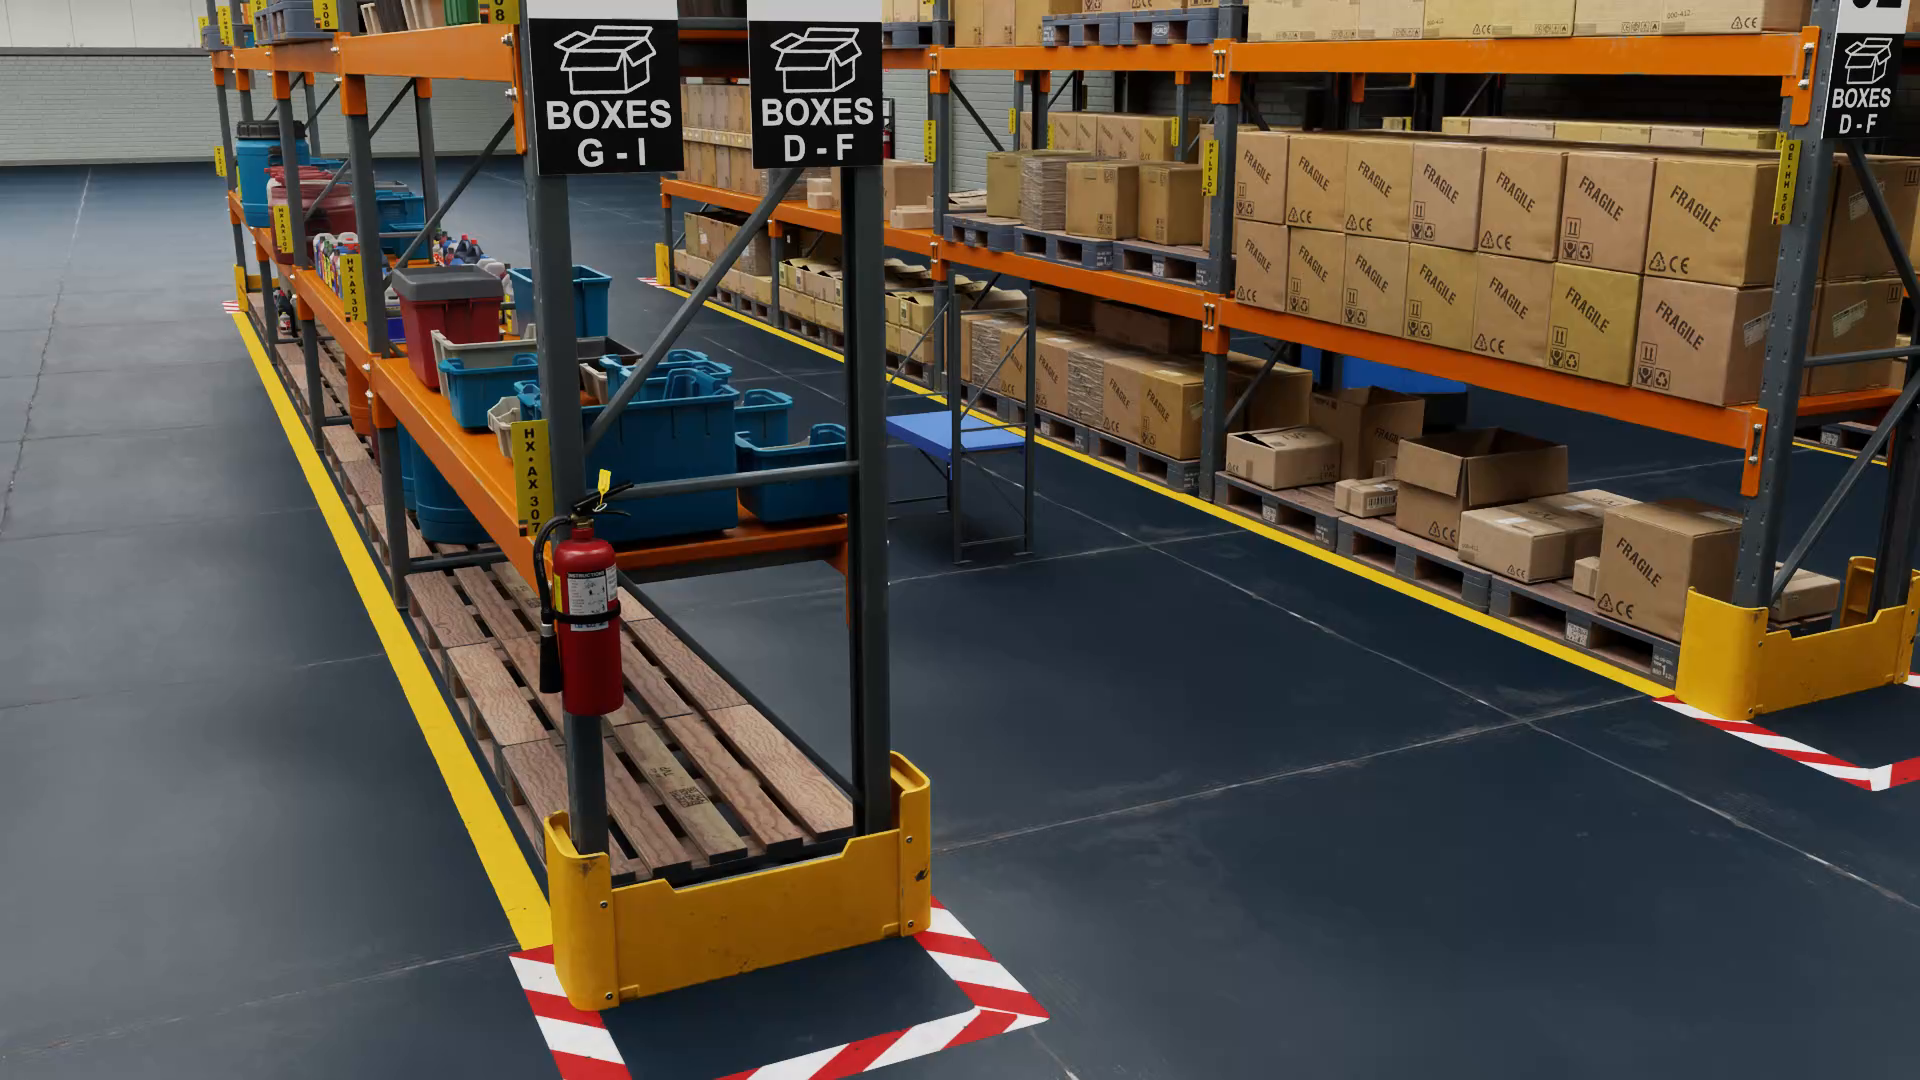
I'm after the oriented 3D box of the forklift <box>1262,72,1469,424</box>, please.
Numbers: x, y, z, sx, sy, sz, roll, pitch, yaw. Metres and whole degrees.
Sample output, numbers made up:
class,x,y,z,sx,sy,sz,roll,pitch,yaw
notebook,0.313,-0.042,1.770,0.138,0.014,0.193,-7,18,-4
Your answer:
class,x,y,z,sx,sy,sz,roll,pitch,yaw
forklift,3.228,-2.624,13.581,1.130,2.935,3.031,-1,16,-3

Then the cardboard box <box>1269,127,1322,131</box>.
class,x,y,z,sx,sy,sz,roll,pitch,yaw
cardboard box,3.700,-4.165,17.848,0.700,0.500,0.500,-5,17,-17

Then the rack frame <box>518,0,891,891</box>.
class,x,y,z,sx,sy,sz,roll,pitch,yaw
rack frame,-0.696,-0.162,4.877,1.000,3.000,0.127,-8,18,-25

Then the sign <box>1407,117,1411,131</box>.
class,x,y,z,sx,sy,sz,roll,pitch,yaw
sign,4.222,-3.793,15.576,0.100,0.325,0.005,-8,18,-25

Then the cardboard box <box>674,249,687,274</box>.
class,x,y,z,sx,sy,sz,roll,pitch,yaw
cardboard box,-3.216,-3.447,20.549,0.500,0.250,0.500,-8,18,-25

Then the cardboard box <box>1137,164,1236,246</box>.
class,x,y,z,sx,sy,sz,roll,pitch,yaw
cardboard box,1.642,-2.309,11.416,0.700,0.500,0.500,-5,17,-16

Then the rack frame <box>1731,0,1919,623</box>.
class,x,y,z,sx,sy,sz,roll,pitch,yaw
rack frame,3.759,-0.760,6.960,1.000,3.000,0.127,-8,18,-25

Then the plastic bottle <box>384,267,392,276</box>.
class,x,y,z,sx,sy,sz,roll,pitch,yaw
plastic bottle,-3.247,-1.419,9.492,0.097,0.271,0.097,0,16,0

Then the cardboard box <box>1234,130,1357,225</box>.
class,x,y,z,sx,sy,sz,roll,pitch,yaw
cardboard box,1.960,-2.129,9.739,0.500,0.500,0.500,-7,17,-23

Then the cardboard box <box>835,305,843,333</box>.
class,x,y,z,sx,sy,sz,roll,pitch,yaw
cardboard box,-0.870,-2.104,15.869,0.500,0.250,0.500,-7,18,-24

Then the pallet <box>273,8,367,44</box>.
class,x,y,z,sx,sy,sz,roll,pitch,yaw
pallet,-3.379,-2.968,9.561,1.003,0.211,1.213,-8,18,-25

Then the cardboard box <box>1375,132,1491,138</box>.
class,x,y,z,sx,sy,sz,roll,pitch,yaw
cardboard box,2.688,-2.059,9.495,0.500,0.500,0.500,-8,18,-26

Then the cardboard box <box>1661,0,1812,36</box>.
class,x,y,z,sx,sy,sz,roll,pitch,yaw
cardboard box,3.297,-2.225,6.900,0.500,0.250,0.500,-8,18,-25

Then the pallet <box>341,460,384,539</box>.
class,x,y,z,sx,sy,sz,roll,pitch,yaw
pallet,-3.287,-0.313,10.458,1.003,0.211,1.213,-8,18,-25

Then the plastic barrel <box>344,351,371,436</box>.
class,x,y,z,sx,sy,sz,roll,pitch,yaw
plastic barrel,-3.971,-1.185,11.616,0.600,0.830,0.708,-8,18,-25

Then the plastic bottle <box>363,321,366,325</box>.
class,x,y,z,sx,sy,sz,roll,pitch,yaw
plastic bottle,-3.226,-1.364,9.157,0.144,0.351,0.185,-8,18,-25

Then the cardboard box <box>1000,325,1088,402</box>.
class,x,y,z,sx,sy,sz,roll,pitch,yaw
cardboard box,0.646,-1.352,12.757,0.500,0.500,0.500,-8,18,-26

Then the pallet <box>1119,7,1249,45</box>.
class,x,y,z,sx,sy,sz,roll,pitch,yaw
pallet,1.784,-3.273,10.622,1.213,0.211,1.003,-8,18,-25

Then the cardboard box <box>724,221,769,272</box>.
class,x,y,z,sx,sy,sz,roll,pitch,yaw
cardboard box,-2.329,-3.313,18.723,0.500,0.500,0.500,-8,18,-25

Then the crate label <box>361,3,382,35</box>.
class,x,y,z,sx,sy,sz,roll,pitch,yaw
crate label,-2.493,-2.313,7.412,0.293,0.136,0.466,-8,18,-25

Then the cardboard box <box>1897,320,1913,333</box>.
class,x,y,z,sx,sy,sz,roll,pitch,yaw
cardboard box,6.808,-1.525,12.222,0.380,0.149,0.250,-8,18,-25

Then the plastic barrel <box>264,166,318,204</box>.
class,x,y,z,sx,sy,sz,roll,pitch,yaw
plastic barrel,-5.731,-2.939,14.308,0.433,0.535,0.433,0,16,0

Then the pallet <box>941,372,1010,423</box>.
class,x,y,z,sx,sy,sz,roll,pitch,yaw
pallet,0.547,-1.213,13.596,1.003,0.211,1.213,-8,18,-25

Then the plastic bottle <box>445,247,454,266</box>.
class,x,y,z,sx,sy,sz,roll,pitch,yaw
plastic bottle,-3.188,-1.694,10.428,0.061,0.283,0.133,-8,18,-25

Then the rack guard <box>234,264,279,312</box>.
class,x,y,z,sx,sy,sz,roll,pitch,yaw
rack guard,-7.629,-2.915,19.001,1.175,0.500,0.348,-8,18,-25

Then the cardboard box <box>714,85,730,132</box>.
class,x,y,z,sx,sy,sz,roll,pitch,yaw
cardboard box,-2.358,-4.889,18.818,0.700,0.500,0.500,-8,18,-25

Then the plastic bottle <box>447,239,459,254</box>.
class,x,y,z,sx,sy,sz,roll,pitch,yaw
plastic bottle,-3.334,-1.851,10.995,0.097,0.271,0.097,0,16,0

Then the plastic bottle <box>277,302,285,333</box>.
class,x,y,z,sx,sy,sz,roll,pitch,yaw
plastic bottle,-6.460,-2.123,15.837,0.061,0.283,0.133,-7,17,-22

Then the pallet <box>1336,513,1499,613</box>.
class,x,y,z,sx,sy,sz,roll,pitch,yaw
pallet,2.845,0.062,9.152,1.003,0.211,1.213,-8,18,-25

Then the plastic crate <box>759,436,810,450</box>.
class,x,y,z,sx,sy,sz,roll,pitch,yaw
plastic crate,-0.574,-0.255,5.570,0.250,0.136,0.298,-8,18,-25

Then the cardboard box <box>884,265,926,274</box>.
class,x,y,z,sx,sy,sz,roll,pitch,yaw
cardboard box,-0.613,-2.567,16.464,0.500,0.311,0.500,-8,18,-25

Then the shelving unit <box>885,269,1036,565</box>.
class,x,y,z,sx,sy,sz,roll,pitch,yaw
shelving unit,-0.037,-0.742,9.617,0.538,1.500,1.048,-8,18,-25

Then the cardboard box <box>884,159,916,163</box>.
class,x,y,z,sx,sy,sz,roll,pitch,yaw
cardboard box,-0.726,-3.336,15.757,0.500,0.500,0.500,-8,18,-25

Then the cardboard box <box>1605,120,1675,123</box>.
class,x,y,z,sx,sy,sz,roll,pitch,yaw
cardboard box,5.806,-3.440,14.185,0.500,0.250,0.500,-8,18,-26

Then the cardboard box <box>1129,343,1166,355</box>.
class,x,y,z,sx,sy,sz,roll,pitch,yaw
cardboard box,1.558,-1.167,12.112,0.500,0.500,0.500,-7,18,-24

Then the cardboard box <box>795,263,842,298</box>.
class,x,y,z,sx,sy,sz,roll,pitch,yaw
cardboard box,-1.327,-2.628,16.676,0.500,0.311,0.500,-8,18,-26

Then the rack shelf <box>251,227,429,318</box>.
class,x,y,z,sx,sy,sz,roll,pitch,yaw
rack shelf,-5.077,-2.296,13.617,1.077,0.370,4.000,-8,18,-25

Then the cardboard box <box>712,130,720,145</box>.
class,x,y,z,sx,sy,sz,roll,pitch,yaw
cardboard box,-2.600,-4.582,18.923,0.380,0.149,0.250,-7,18,-24

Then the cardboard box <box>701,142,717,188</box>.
class,x,y,z,sx,sy,sz,roll,pitch,yaw
cardboard box,-2.611,-4.404,19.479,0.700,0.500,0.500,-8,18,-25

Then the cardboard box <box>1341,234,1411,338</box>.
class,x,y,z,sx,sy,sz,roll,pitch,yaw
cardboard box,2.429,-1.389,8.973,0.500,0.500,0.500,-8,18,-25

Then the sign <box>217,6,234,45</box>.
class,x,y,z,sx,sy,sz,roll,pitch,yaw
sign,-6.452,-4.520,14.609,0.100,0.325,0.005,-8,18,-25

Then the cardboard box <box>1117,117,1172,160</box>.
class,x,y,z,sx,sy,sz,roll,pitch,yaw
cardboard box,2.244,-4.836,20.040,0.500,0.500,0.500,-8,18,-25

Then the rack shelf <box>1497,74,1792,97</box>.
class,x,y,z,sx,sy,sz,roll,pitch,yaw
rack shelf,5.582,-3.943,13.919,1.077,0.370,4.000,-8,18,-25

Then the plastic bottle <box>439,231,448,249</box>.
class,x,y,z,sx,sy,sz,roll,pitch,yaw
plastic bottle,-3.539,-1.984,11.437,0.061,0.283,0.133,-8,18,-25

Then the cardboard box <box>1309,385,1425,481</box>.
class,x,y,z,sx,sy,sz,roll,pitch,yaw
cardboard box,2.511,-0.655,10.328,0.500,0.500,0.500,-8,18,-25

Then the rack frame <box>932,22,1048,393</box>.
class,x,y,z,sx,sy,sz,roll,pitch,yaw
rack frame,0.254,-2.743,13.873,1.000,3.000,0.127,-8,18,-25

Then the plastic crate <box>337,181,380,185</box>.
class,x,y,z,sx,sy,sz,roll,pitch,yaw
plastic crate,-5.190,-2.894,14.426,0.392,0.384,0.575,-8,18,-25

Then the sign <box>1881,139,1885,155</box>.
class,x,y,z,sx,sy,sz,roll,pitch,yaw
sign,6.956,-2.873,12.610,0.100,0.325,0.005,-8,18,-25

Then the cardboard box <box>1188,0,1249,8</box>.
class,x,y,z,sx,sy,sz,roll,pitch,yaw
cardboard box,1.852,-3.625,10.383,0.600,0.600,0.600,-10,19,-30

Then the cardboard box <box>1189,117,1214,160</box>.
class,x,y,z,sx,sy,sz,roll,pitch,yaw
cardboard box,2.935,-4.775,19.826,0.500,0.500,0.500,-8,18,-26

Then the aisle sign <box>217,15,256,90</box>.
class,x,y,z,sx,sy,sz,roll,pitch,yaw
aisle sign,-8.000,-5.361,18.283,0.394,0.787,0.004,-8,18,-25

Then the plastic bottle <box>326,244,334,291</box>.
class,x,y,z,sx,sy,sz,roll,pitch,yaw
plastic bottle,-3.980,-1.733,10.562,0.061,0.283,0.133,-8,18,-25
